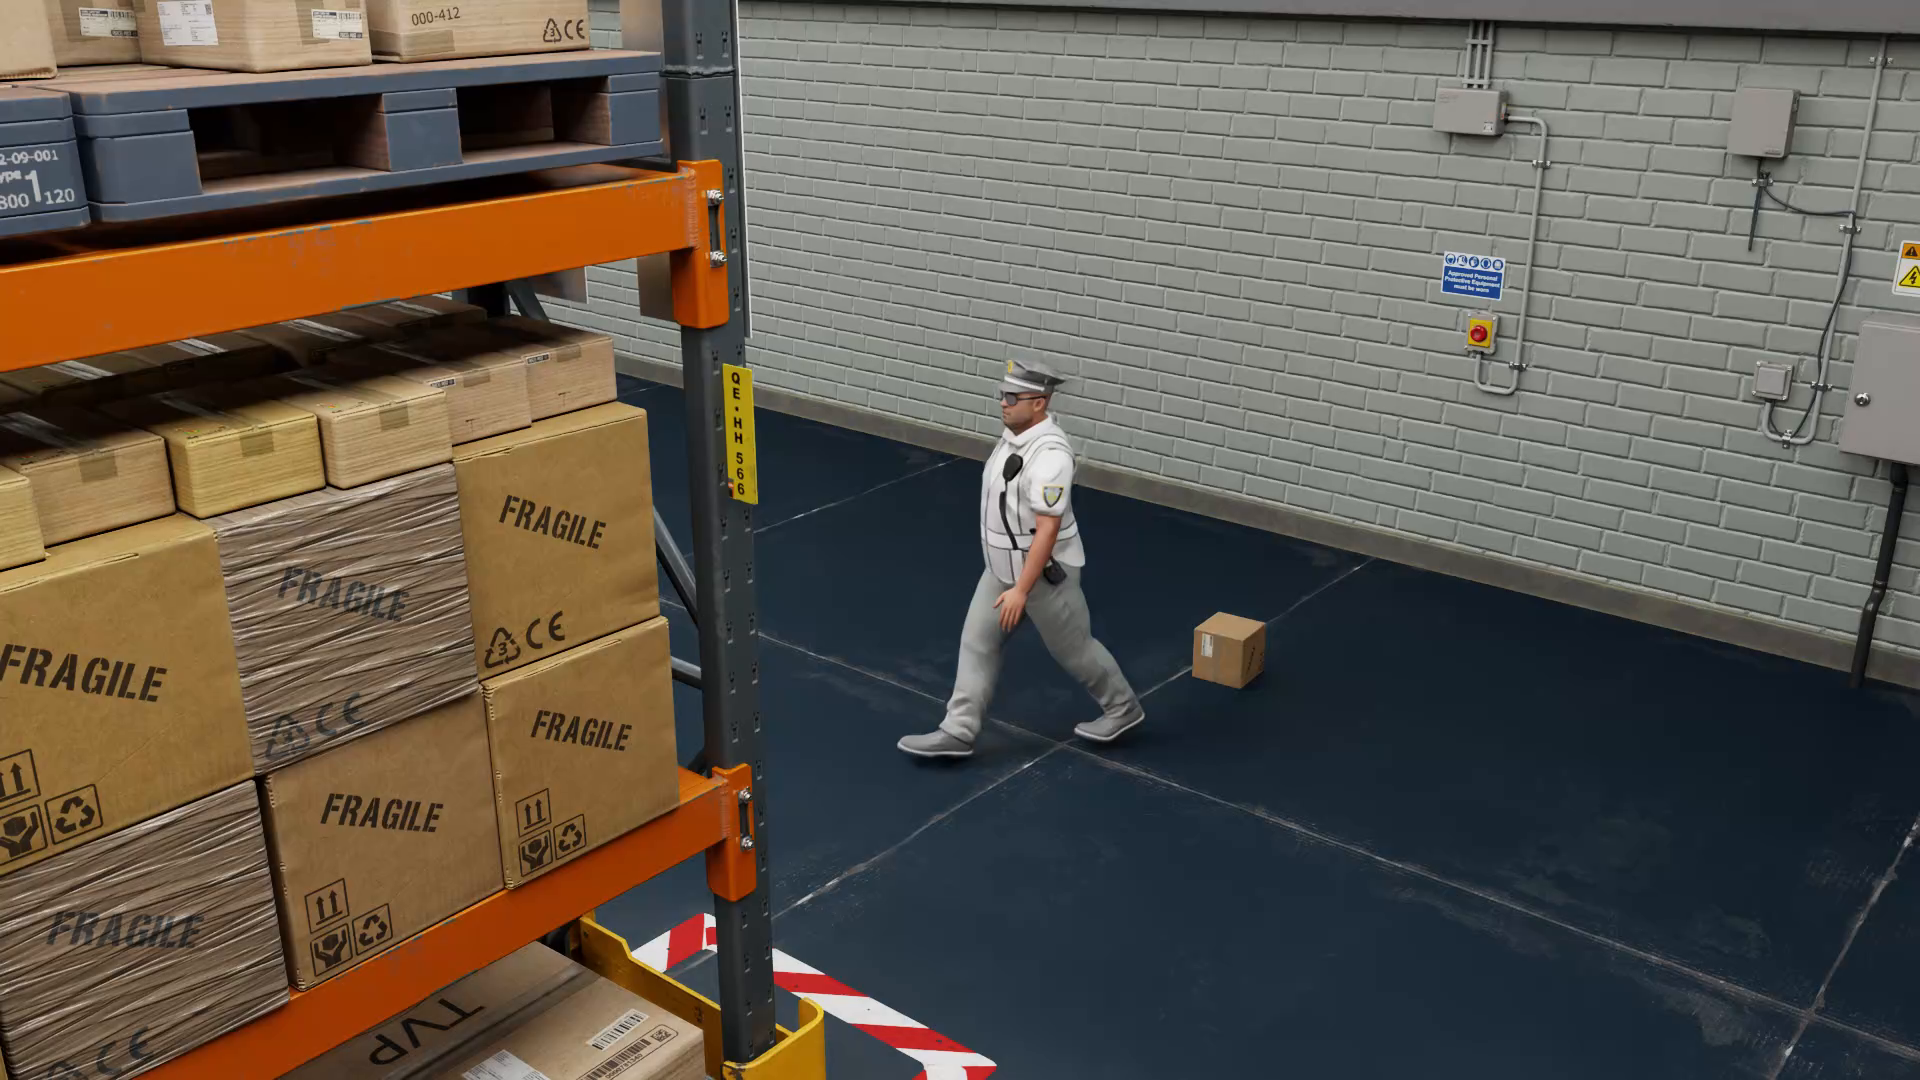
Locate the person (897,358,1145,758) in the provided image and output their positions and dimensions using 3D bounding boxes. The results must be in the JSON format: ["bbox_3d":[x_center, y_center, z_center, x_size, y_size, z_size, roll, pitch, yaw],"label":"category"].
[{"bbox_3d":[0.274,0.093,6.800,1.068,1.725,0.565,-9,22,-22],"label":"person"}]
